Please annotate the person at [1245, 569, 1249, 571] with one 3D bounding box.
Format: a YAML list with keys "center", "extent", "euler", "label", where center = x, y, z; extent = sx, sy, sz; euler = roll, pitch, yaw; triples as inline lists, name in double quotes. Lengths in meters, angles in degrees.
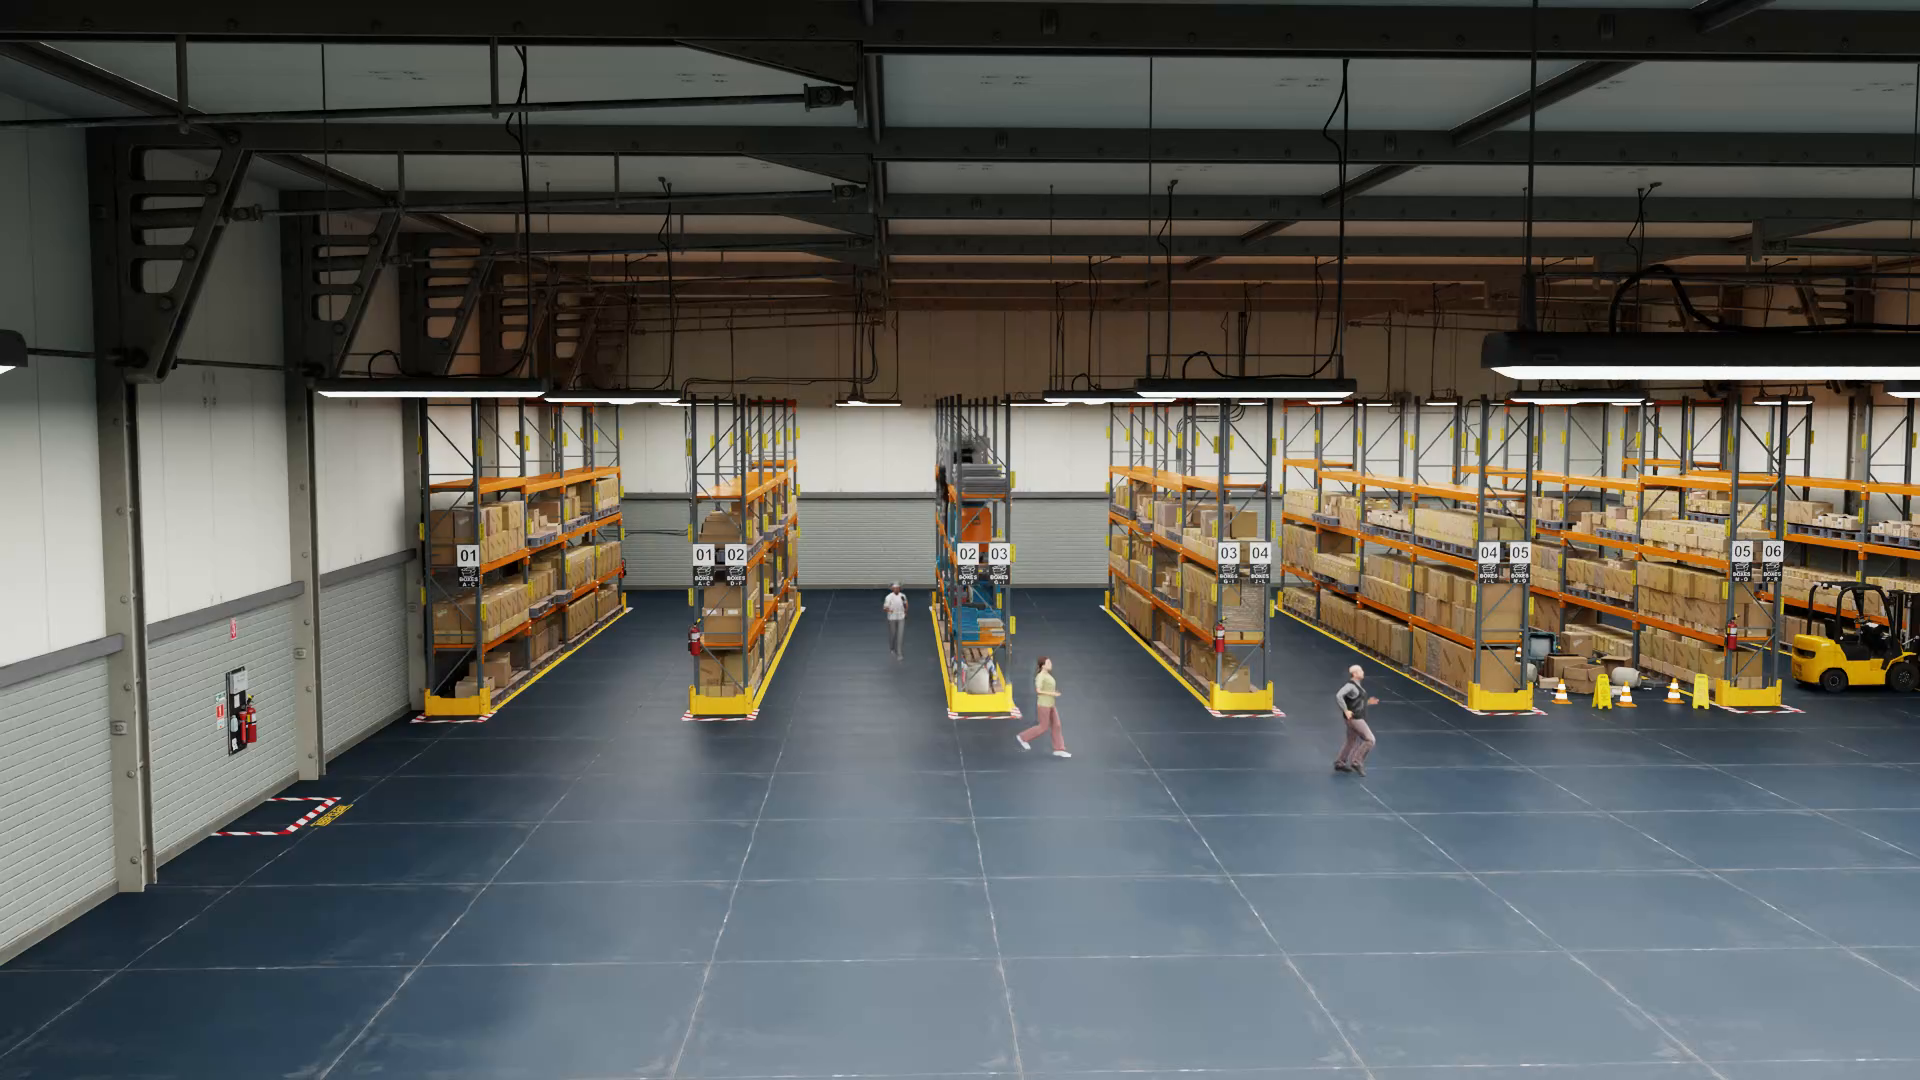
- center: [8.071, 1.073, 48.067]
  extent: [0.746, 1.793, 0.850]
  euler: [4, 6, 41]
  label: "person"

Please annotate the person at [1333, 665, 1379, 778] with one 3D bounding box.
- center: [6.185, 2.824, 25.952]
  extent: [0.686, 1.738, 0.638]
  euler: [1, 5, 18]
  label: "person"

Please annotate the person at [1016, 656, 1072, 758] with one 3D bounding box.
- center: [1.389, 2.733, 27.331]
  extent: [0.934, 1.664, 0.578]
  euler: [2, 5, 20]
  label: "person"

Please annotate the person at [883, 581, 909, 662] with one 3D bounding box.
- center: [-1.373, 1.744, 36.025]
  extent: [0.581, 1.725, 0.850]
  euler: [-1, 5, -10]
  label: "person"
